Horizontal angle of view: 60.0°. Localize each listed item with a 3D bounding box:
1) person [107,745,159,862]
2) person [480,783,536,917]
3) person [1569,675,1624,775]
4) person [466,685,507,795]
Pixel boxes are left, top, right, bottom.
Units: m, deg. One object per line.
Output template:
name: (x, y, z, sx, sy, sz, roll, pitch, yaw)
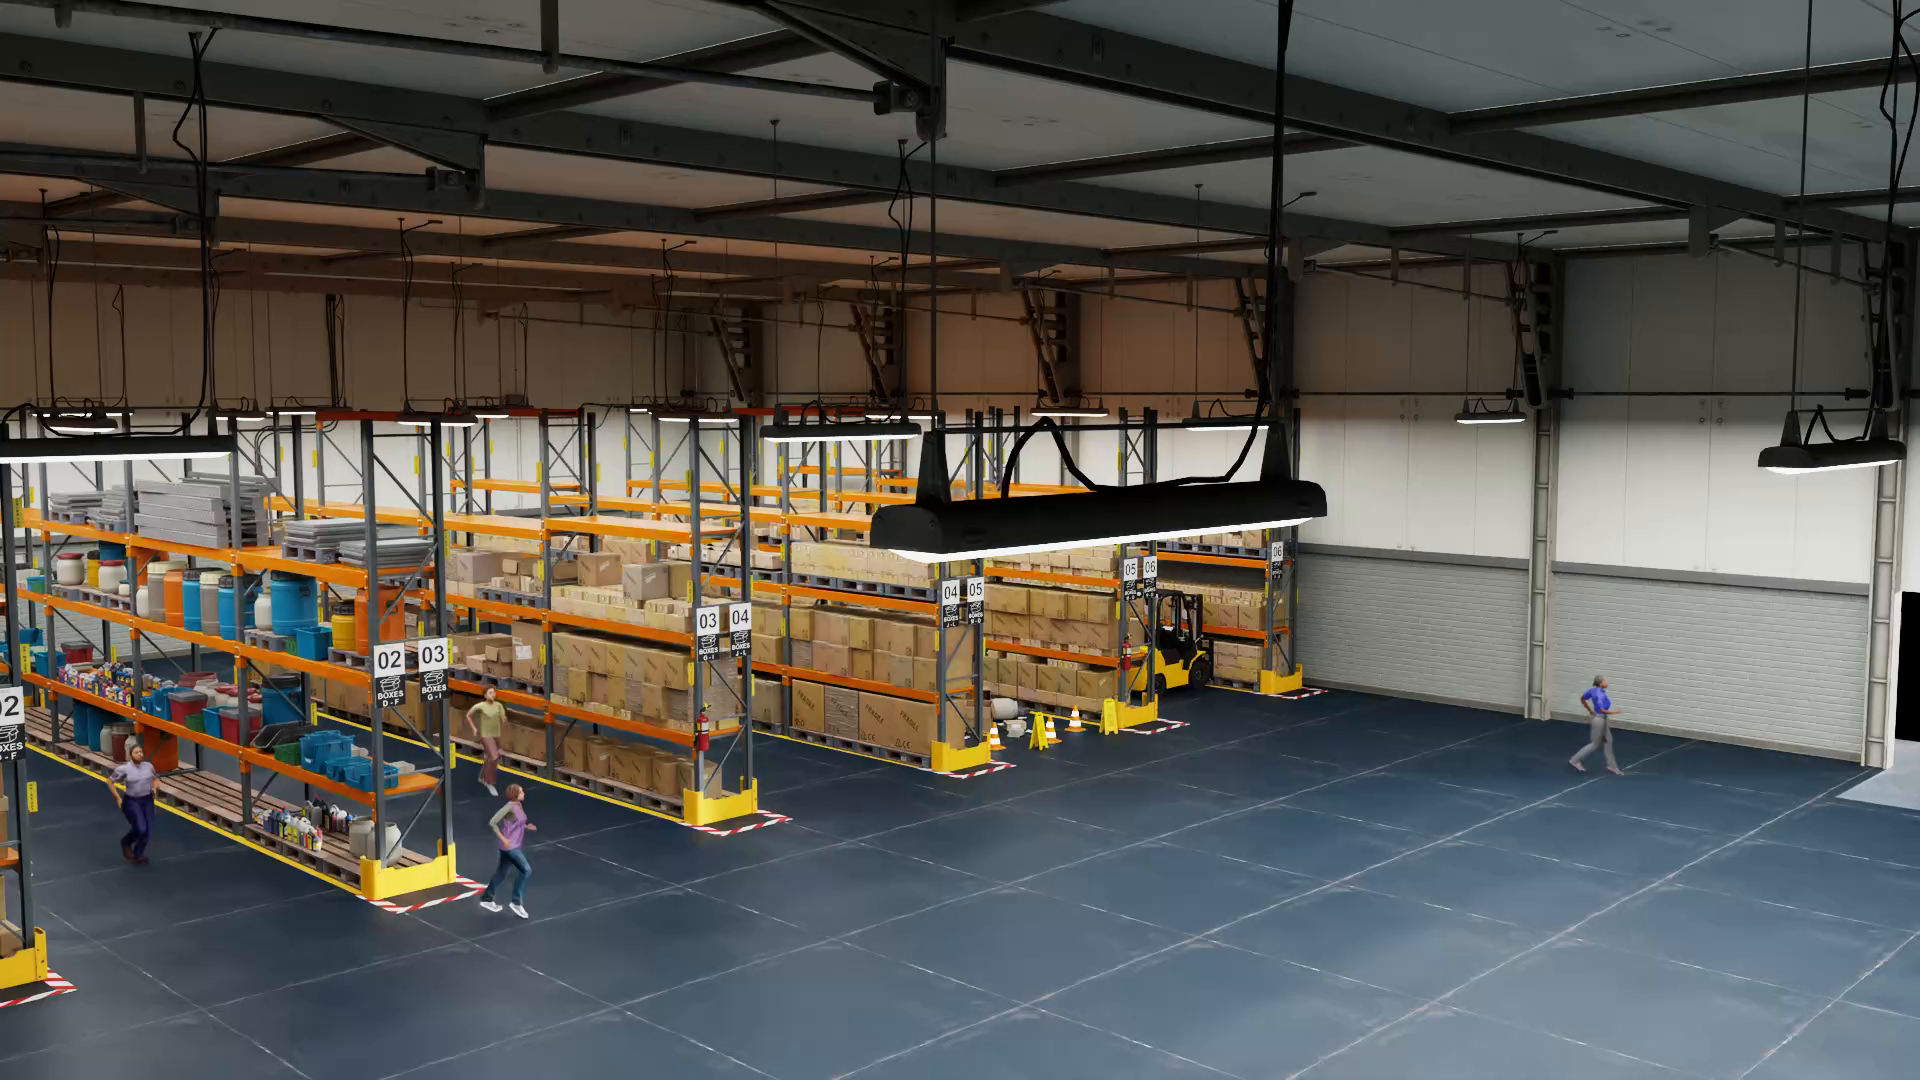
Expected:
person: (-11.017, 3.550, 22.339, 0.556, 1.600, 0.606, 3, 6, 34)
person: (-5.482, 3.756, 20.158, 0.683, 1.636, 0.542, -1, 5, -7)
person: (10.569, 3.074, 27.557, 0.895, 1.677, 0.587, 1, 5, 10)
person: (-7.466, 3.161, 26.400, 0.723, 1.720, 0.543, 4, 6, 38)
